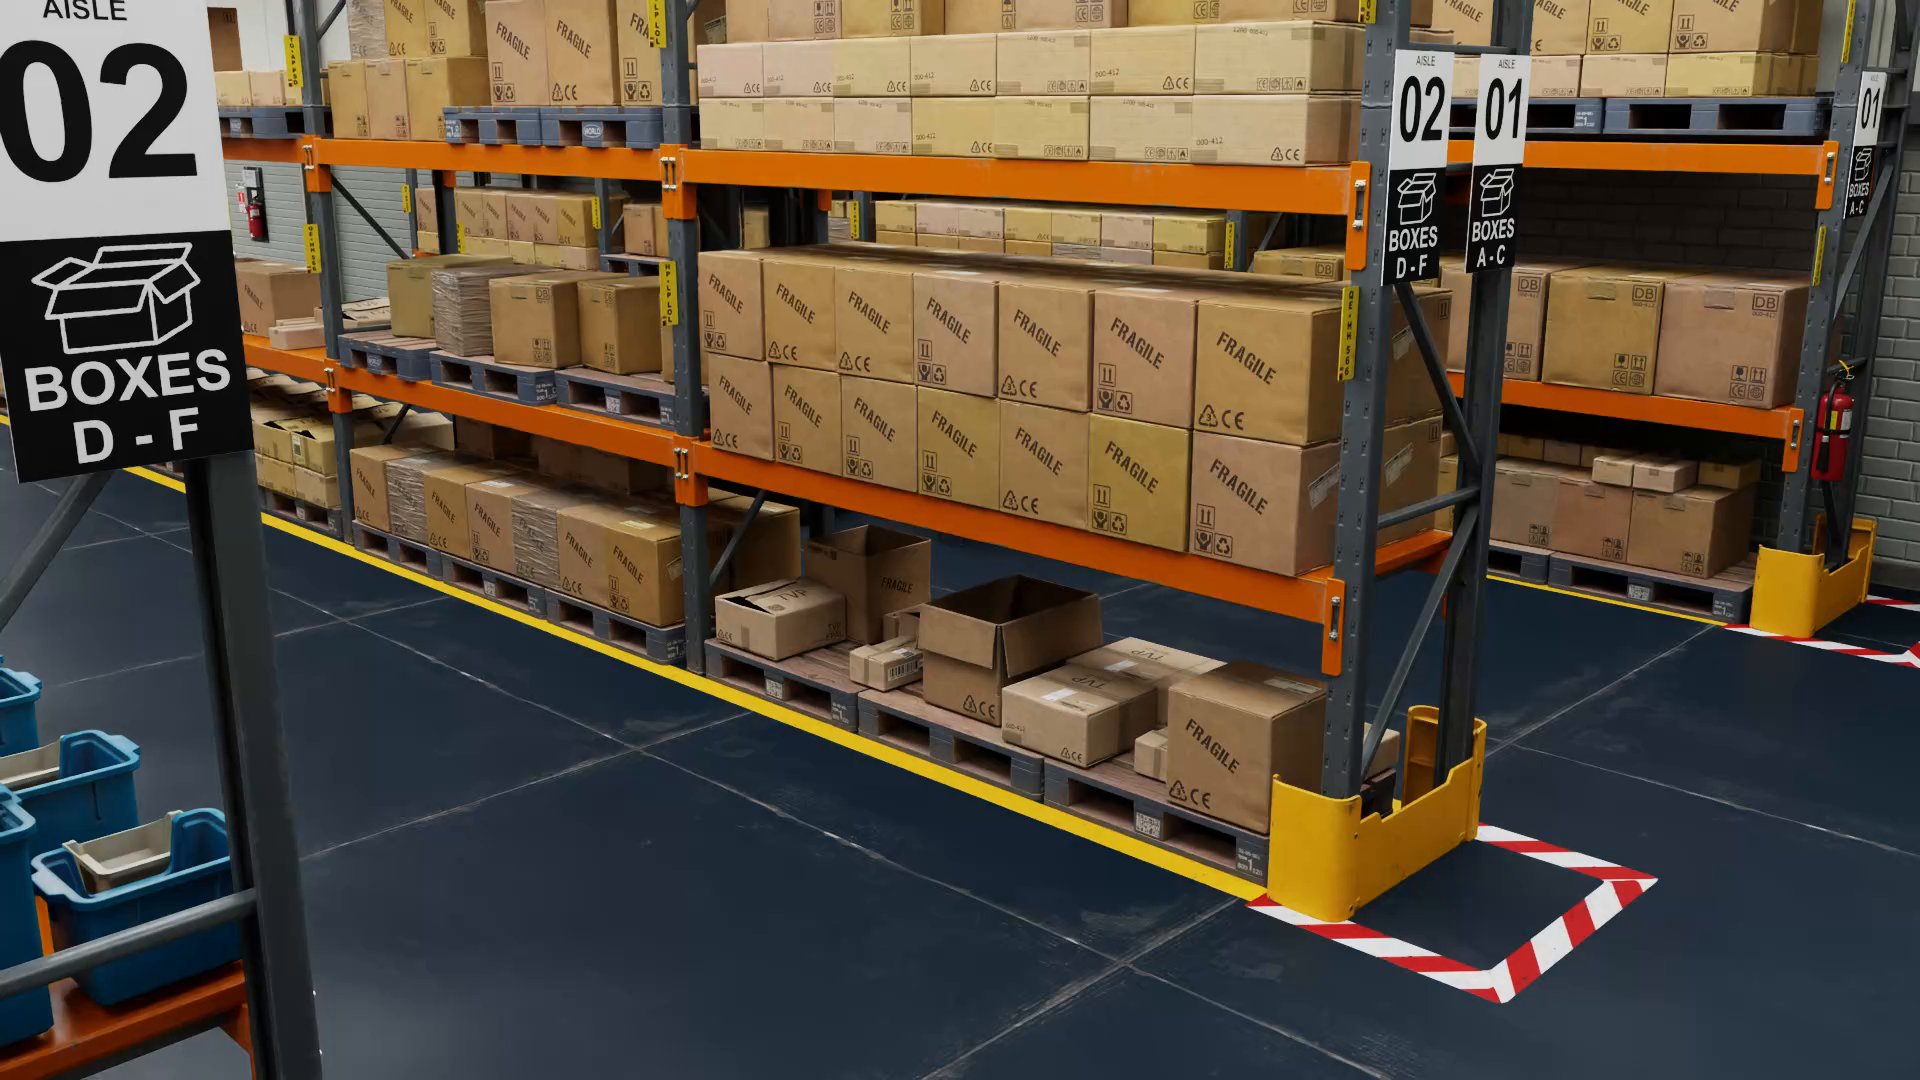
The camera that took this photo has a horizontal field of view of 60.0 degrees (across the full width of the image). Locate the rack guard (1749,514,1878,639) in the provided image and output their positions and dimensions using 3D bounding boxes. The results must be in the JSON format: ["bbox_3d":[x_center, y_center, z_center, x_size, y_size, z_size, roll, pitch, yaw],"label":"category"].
[{"bbox_3d":[5.218,0.205,10.153,0.348,0.500,1.175,14,20,42],"label":"rack guard"}]

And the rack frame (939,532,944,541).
[{"bbox_3d":[-0.067,-0.452,11.881,0.006,0.900,0.240,14,20,42],"label":"rack frame"}]

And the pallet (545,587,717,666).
[{"bbox_3d":[-1.727,0.405,9.959,1.213,0.211,1.003,14,20,42],"label":"pallet"}]

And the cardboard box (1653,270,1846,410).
[{"bbox_3d":[4.826,-1.241,10.152,0.980,0.700,0.700,-13,20,-42],"label":"cardboard box"}]

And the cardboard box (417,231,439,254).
[{"bbox_3d":[-6.187,-3.603,20.069,0.500,0.250,0.500,13,19,41],"label":"cardboard box"}]

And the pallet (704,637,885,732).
[{"bbox_3d":[-0.621,0.661,8.977,1.213,0.211,1.003,14,20,42],"label":"pallet"}]

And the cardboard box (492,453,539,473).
[{"bbox_3d":[-2.786,-0.301,11.222,0.500,0.500,0.500,13,19,40],"label":"cardboard box"}]

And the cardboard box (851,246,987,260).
[{"bbox_3d":[-0.200,-1.210,8.447,0.500,0.500,0.500,13,20,41],"label":"cardboard box"}]

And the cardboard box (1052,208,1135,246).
[{"bbox_3d":[1.079,-2.489,13.222,0.500,0.250,0.500,-14,20,-43],"label":"cardboard box"}]

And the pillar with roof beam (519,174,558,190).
[{"bbox_3d":[-8.201,-5.965,16.978,0.400,9.000,9.100,14,20,42],"label":"pillar with roof beam"}]

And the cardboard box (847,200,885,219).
[{"bbox_3d":[-0.828,-3.039,15.289,0.250,0.149,0.380,11,18,35],"label":"cardboard box"}]

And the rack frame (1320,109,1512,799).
[{"bbox_3d":[1.765,-0.109,6.401,0.127,3.000,1.000,14,20,42],"label":"rack frame"}]

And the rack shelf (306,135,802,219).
[{"bbox_3d":[-2.554,-2.262,10.143,4.000,0.370,1.077,14,20,42],"label":"rack shelf"}]

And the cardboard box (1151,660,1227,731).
[{"bbox_3d":[1.210,0.775,7.591,0.500,0.250,0.500,14,20,42],"label":"cardboard box"}]

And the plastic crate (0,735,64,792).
[{"bbox_3d":[-2.287,0.595,4.102,0.298,0.136,0.250,14,20,42],"label":"plastic crate"}]

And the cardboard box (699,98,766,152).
[{"bbox_3d":[-0.936,-2.058,8.229,0.500,0.250,0.500,14,20,42],"label":"cardboard box"}]

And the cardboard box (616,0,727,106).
[{"bbox_3d":[-1.426,-2.662,9.021,0.600,0.600,0.600,11,18,37],"label":"cardboard box"}]

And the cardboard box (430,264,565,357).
[{"bbox_3d":[-2.937,-1.476,10.617,0.700,0.500,0.500,-10,18,-34],"label":"cardboard box"}]

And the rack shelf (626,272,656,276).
[{"bbox_3d":[-1.998,-2.411,16.662,4.000,0.370,1.077,14,20,42],"label":"rack shelf"}]

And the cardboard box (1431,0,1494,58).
[{"bbox_3d":[3.373,-3.352,10.678,0.500,0.500,0.500,14,20,43],"label":"cardboard box"}]

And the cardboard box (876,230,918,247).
[{"bbox_3d":[-0.387,-2.479,14.670,0.500,0.500,0.500,-14,20,-43],"label":"cardboard box"}]

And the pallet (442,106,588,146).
[{"bbox_3d":[-2.284,-2.477,9.915,1.003,0.211,1.213,14,20,42],"label":"pallet"}]

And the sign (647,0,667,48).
[{"bbox_3d":[-1.497,-2.600,8.206,0.005,0.325,0.100,14,20,42],"label":"sign"}]

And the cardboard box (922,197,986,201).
[{"bbox_3d":[-0.052,-2.941,14.957,0.500,0.250,0.500,-14,20,-43],"label":"cardboard box"}]

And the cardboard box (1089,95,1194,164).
[{"bbox_3d":[0.860,-1.619,6.547,0.500,0.250,0.500,14,20,42],"label":"cardboard box"}]

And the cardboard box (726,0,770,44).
[{"bbox_3d":[-0.738,-2.715,8.271,0.500,0.500,0.700,14,20,42],"label":"cardboard box"}]

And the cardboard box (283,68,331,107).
[{"bbox_3d":[-4.360,-3.160,11.628,0.500,0.250,0.500,12,19,38],"label":"cardboard box"}]

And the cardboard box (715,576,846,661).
[{"bbox_3d":[-0.963,0.392,8.939,0.500,0.311,0.500,14,20,42],"label":"cardboard box"}]

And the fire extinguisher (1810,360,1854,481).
[{"bbox_3d":[4.989,-0.681,9.488,0.183,0.674,0.296,14,20,42],"label":"fire extinguisher"}]

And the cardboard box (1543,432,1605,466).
[{"bbox_3d":[4.127,-0.612,11.169,0.250,0.149,0.380,14,20,43],"label":"cardboard box"}]

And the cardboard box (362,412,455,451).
[{"bbox_3d":[-4.167,-0.798,12.554,0.500,0.311,0.500,-14,20,-42],"label":"cardboard box"}]

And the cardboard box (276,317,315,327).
[{"bbox_3d":[-4.951,-1.600,12.623,0.380,0.149,0.250,-13,19,-40],"label":"cardboard box"}]

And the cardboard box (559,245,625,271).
[{"bbox_3d":[-3.989,-3.074,18.038,0.500,0.250,0.500,14,20,42],"label":"cardboard box"}]

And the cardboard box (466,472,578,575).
[{"bbox_3d":[-2.747,-0.111,10.494,0.500,0.500,0.500,13,19,40],"label":"cardboard box"}]

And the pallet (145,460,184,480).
[{"bbox_3d":[-6.316,-0.738,14.345,1.213,0.211,1.003,14,20,42],"label":"pallet"}]

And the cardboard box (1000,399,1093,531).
[{"bbox_3d":[0.522,-0.365,7.184,0.500,0.500,0.500,14,20,43],"label":"cardboard box"}]

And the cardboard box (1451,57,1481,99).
[{"bbox_3d":[3.367,-2.990,10.777,0.500,0.250,0.500,13,19,41],"label":"cardboard box"}]

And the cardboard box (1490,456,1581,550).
[{"bbox_3d":[3.904,-0.282,11.190,0.500,0.500,0.700,13,19,40],"label":"cardboard box"}]

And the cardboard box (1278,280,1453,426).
[{"bbox_3d":[1.628,-0.767,6.744,0.500,0.500,0.500,-14,20,-42],"label":"cardboard box"}]

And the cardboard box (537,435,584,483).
[{"bbox_3d":[-2.375,-0.567,10.756,0.500,0.250,0.500,13,20,41],"label":"cardboard box"}]

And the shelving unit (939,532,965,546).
[{"bbox_3d":[0.006,-0.434,11.813,0.210,0.900,0.258,14,20,42],"label":"shelving unit"}]

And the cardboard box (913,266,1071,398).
[{"bbox_3d":[0.143,-0.937,7.398,0.500,0.500,0.500,-14,20,-42],"label":"cardboard box"}]

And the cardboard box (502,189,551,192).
[{"bbox_3d":[-5.100,-3.885,19.665,0.500,0.500,0.500,13,19,41],"label":"cardboard box"}]

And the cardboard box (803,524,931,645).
[{"bbox_3d":[-0.508,0.236,9.162,0.500,0.500,0.500,14,20,42],"label":"cardboard box"}]

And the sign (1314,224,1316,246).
[{"bbox_3d":[2.705,-2.267,12.809,0.005,0.325,0.100,14,20,42],"label":"sign"}]

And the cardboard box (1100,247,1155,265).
[{"bbox_3d":[1.440,-2.033,12.959,0.500,0.500,0.500,14,20,43],"label":"cardboard box"}]

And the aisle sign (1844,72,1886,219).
[{"bbox_3d":[5.044,-2.200,9.269,0.004,0.787,0.394,14,20,42],"label":"aisle sign"}]

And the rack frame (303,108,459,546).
[{"bbox_3d":[-3.994,-1.509,11.774,0.127,3.000,1.000,14,20,42],"label":"rack frame"}]

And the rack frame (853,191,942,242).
[{"bbox_3d":[-0.559,-2.409,15.228,0.127,3.000,1.000,14,20,42],"label":"rack frame"}]

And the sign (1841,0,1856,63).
[{"bbox_3d":[4.814,-2.754,9.006,0.005,0.325,0.100,14,20,42],"label":"sign"}]

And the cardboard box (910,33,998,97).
[{"bbox_3d":[0.136,-2.035,7.151,0.500,0.250,0.500,14,20,42],"label":"cardboard box"}]

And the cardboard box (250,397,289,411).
[{"bbox_3d":[-5.642,-0.967,13.201,0.500,0.311,0.500,-14,20,-43],"label":"cardboard box"}]

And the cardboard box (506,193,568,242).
[{"bbox_3d":[-4.711,-3.612,18.615,0.500,0.500,0.500,13,19,41],"label":"cardboard box"}]

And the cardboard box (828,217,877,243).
[{"bbox_3d":[-0.904,-2.750,15.468,0.500,0.500,0.700,11,18,36],"label":"cardboard box"}]

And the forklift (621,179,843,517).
[{"bbox_3d":[-1.948,-1.857,13.247,3.031,2.935,1.130,13,19,40],"label":"forklift"}]

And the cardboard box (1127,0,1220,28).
[{"bbox_3d":[1.082,-2.282,6.613,0.500,0.500,0.700,14,20,42],"label":"cardboard box"}]

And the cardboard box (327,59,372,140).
[{"bbox_3d":[-3.657,-2.939,11.114,0.500,0.500,0.910,14,20,42],"label":"cardboard box"}]

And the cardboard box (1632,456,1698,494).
[{"bbox_3d":[4.408,-0.410,10.395,0.250,0.149,0.380,13,20,42],"label":"cardboard box"}]

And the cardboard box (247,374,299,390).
[{"bbox_3d":[-6.004,-1.244,14.267,0.500,0.311,0.500,-14,20,-43],"label":"cardboard box"}]
